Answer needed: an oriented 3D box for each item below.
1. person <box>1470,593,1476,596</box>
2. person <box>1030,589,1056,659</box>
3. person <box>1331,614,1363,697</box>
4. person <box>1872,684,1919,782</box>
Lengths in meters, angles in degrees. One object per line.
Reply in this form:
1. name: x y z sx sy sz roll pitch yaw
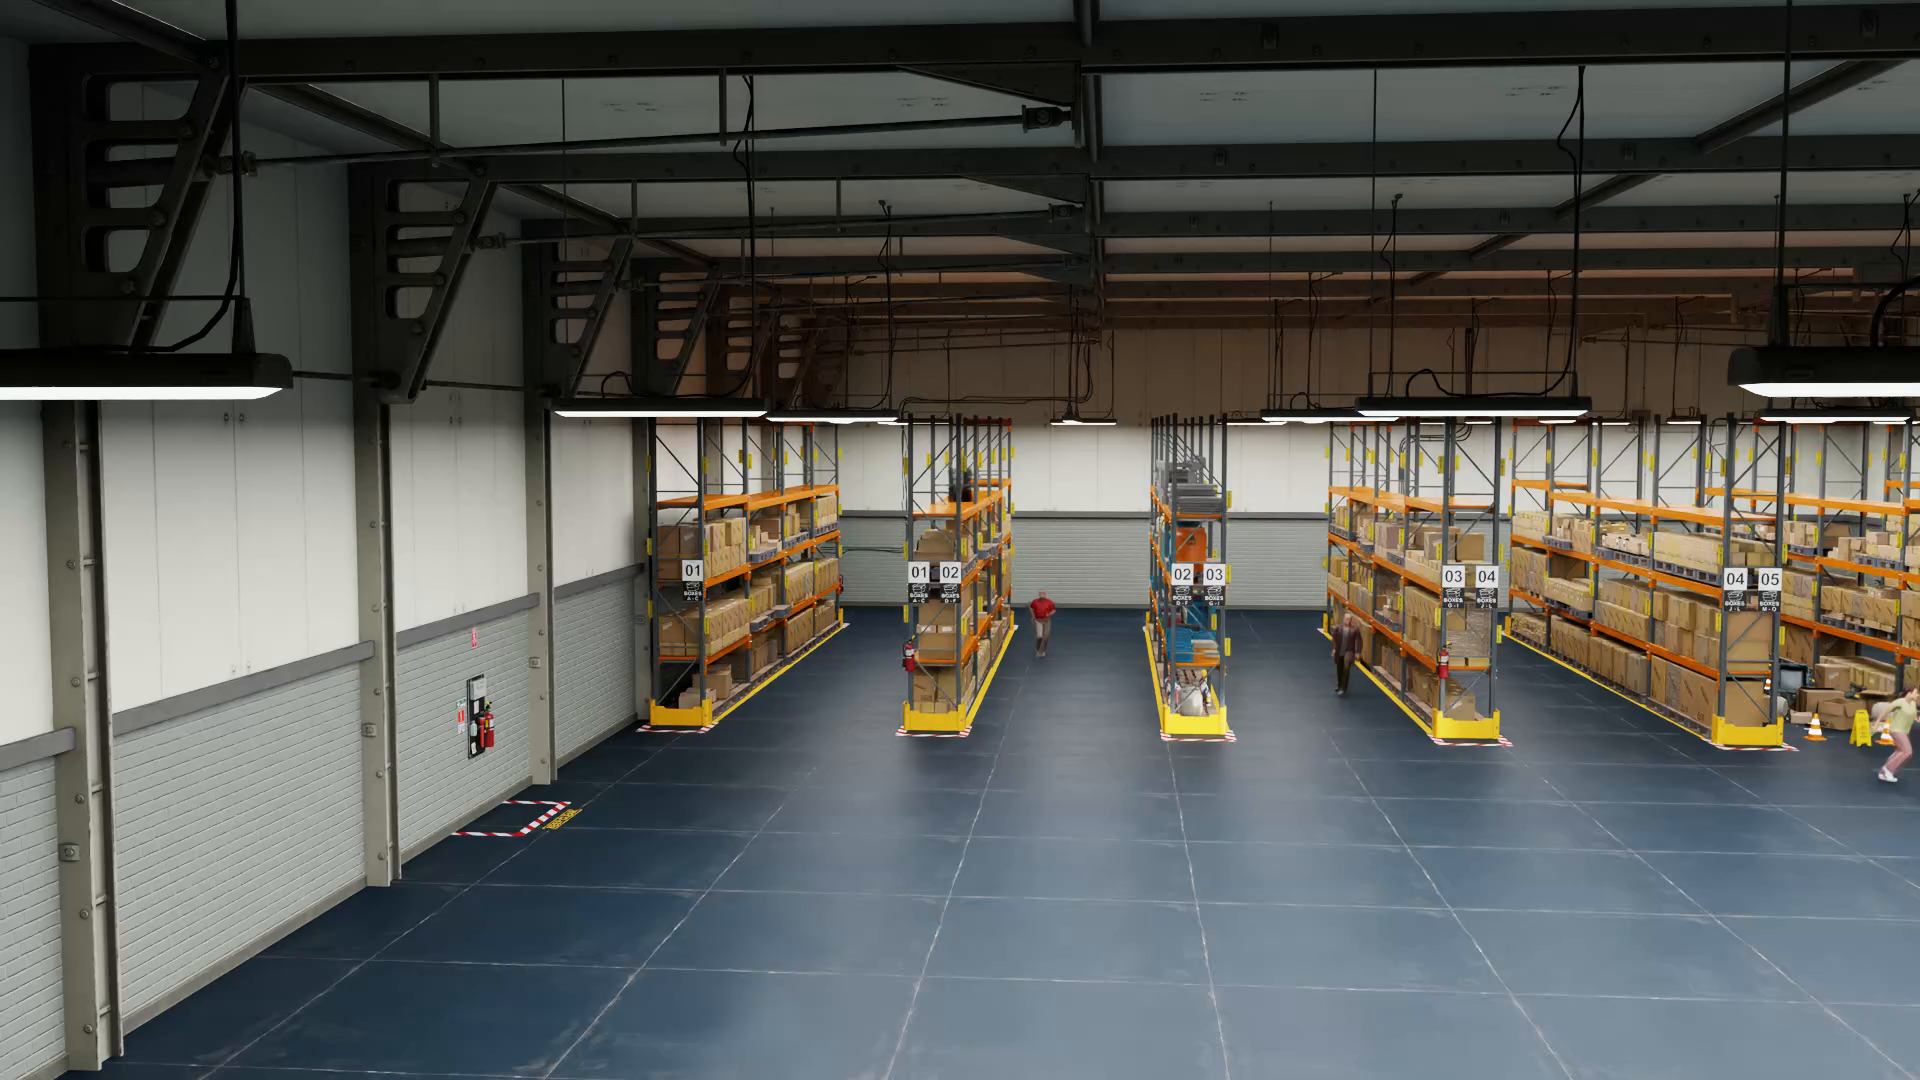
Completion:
1. person: 13.977 1.844 45.650 0.578 1.693 0.726 1 4 12
2. person: 2.062 2.090 41.341 0.634 1.728 0.695 0 4 -2
3. person: 8.228 2.429 35.525 0.643 1.733 0.904 2 4 31
4. person: 15.165 3.103 26.713 0.562 1.612 0.725 -2 4 -30
